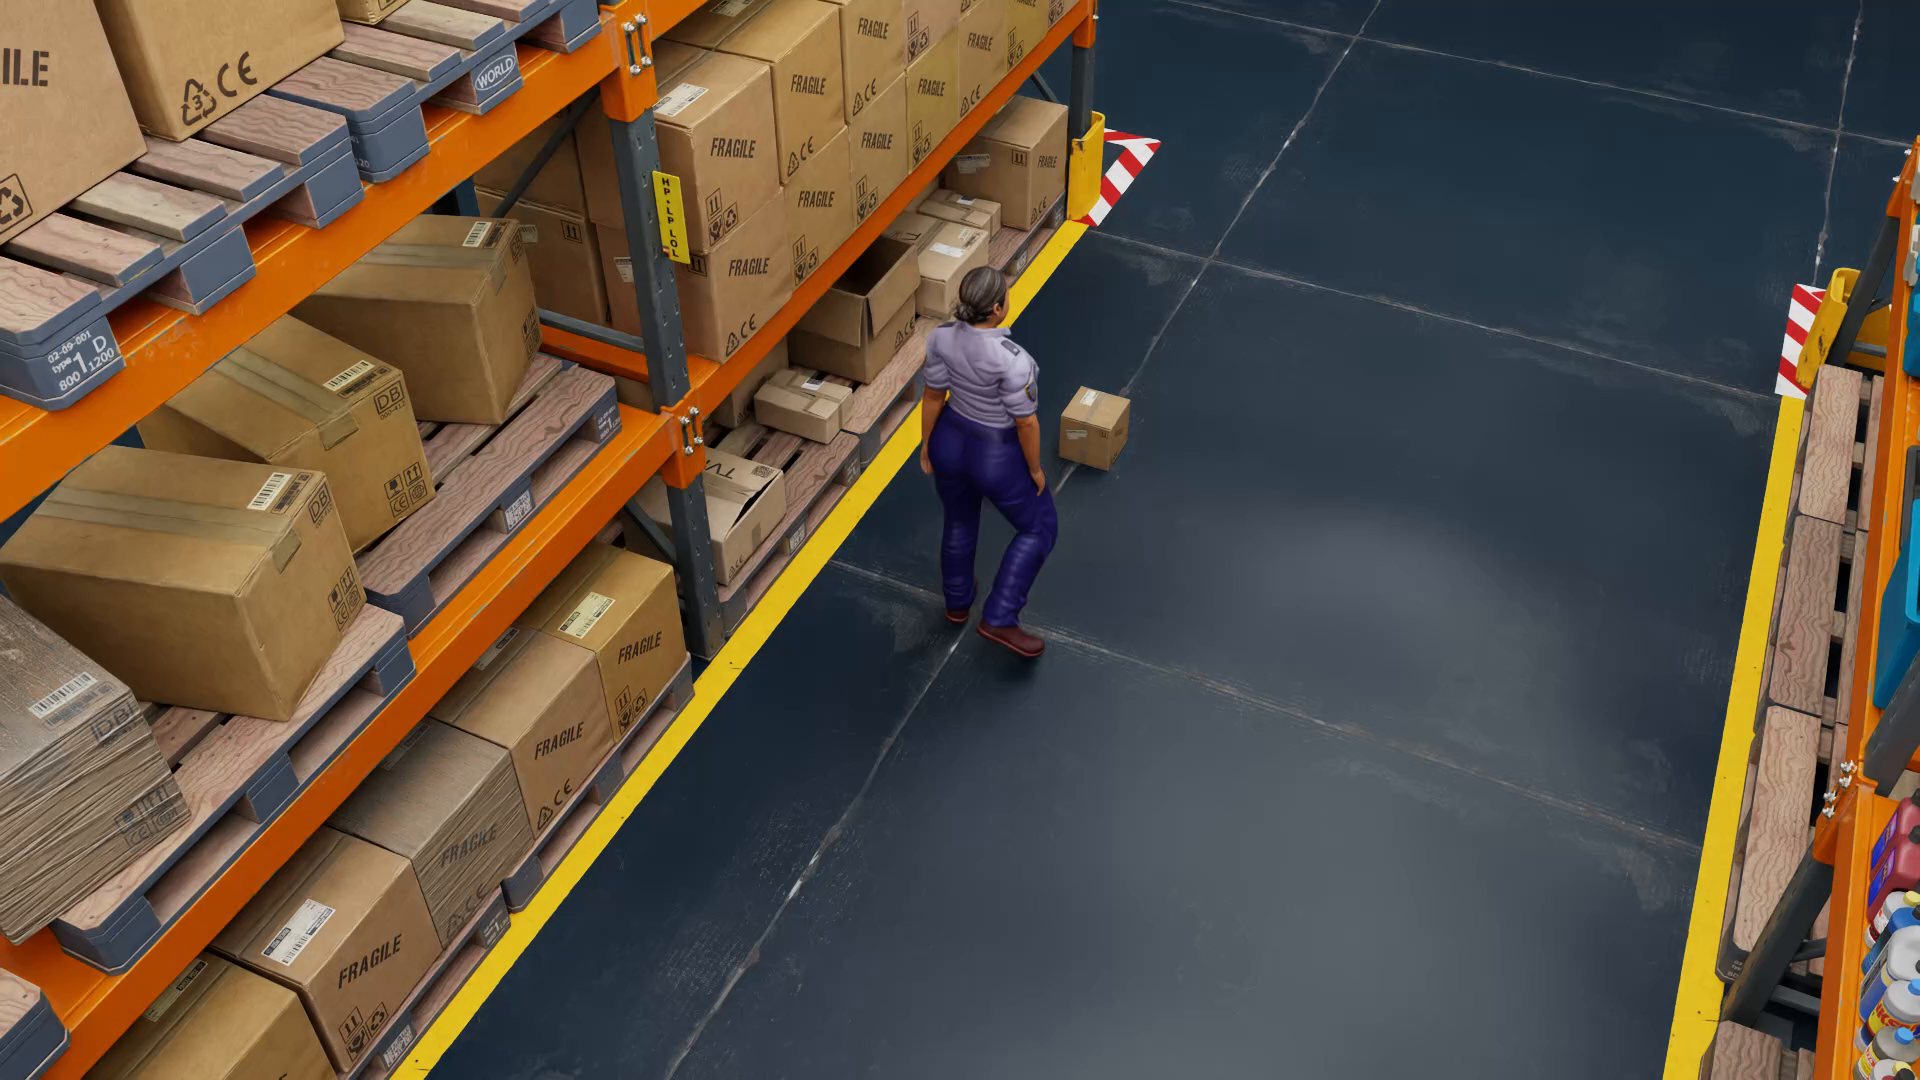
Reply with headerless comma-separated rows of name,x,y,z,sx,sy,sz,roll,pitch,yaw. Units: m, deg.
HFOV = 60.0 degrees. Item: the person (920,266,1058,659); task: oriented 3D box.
person,0.121,-0.281,6.466,0.650,1.641,0.504,23,47,24
